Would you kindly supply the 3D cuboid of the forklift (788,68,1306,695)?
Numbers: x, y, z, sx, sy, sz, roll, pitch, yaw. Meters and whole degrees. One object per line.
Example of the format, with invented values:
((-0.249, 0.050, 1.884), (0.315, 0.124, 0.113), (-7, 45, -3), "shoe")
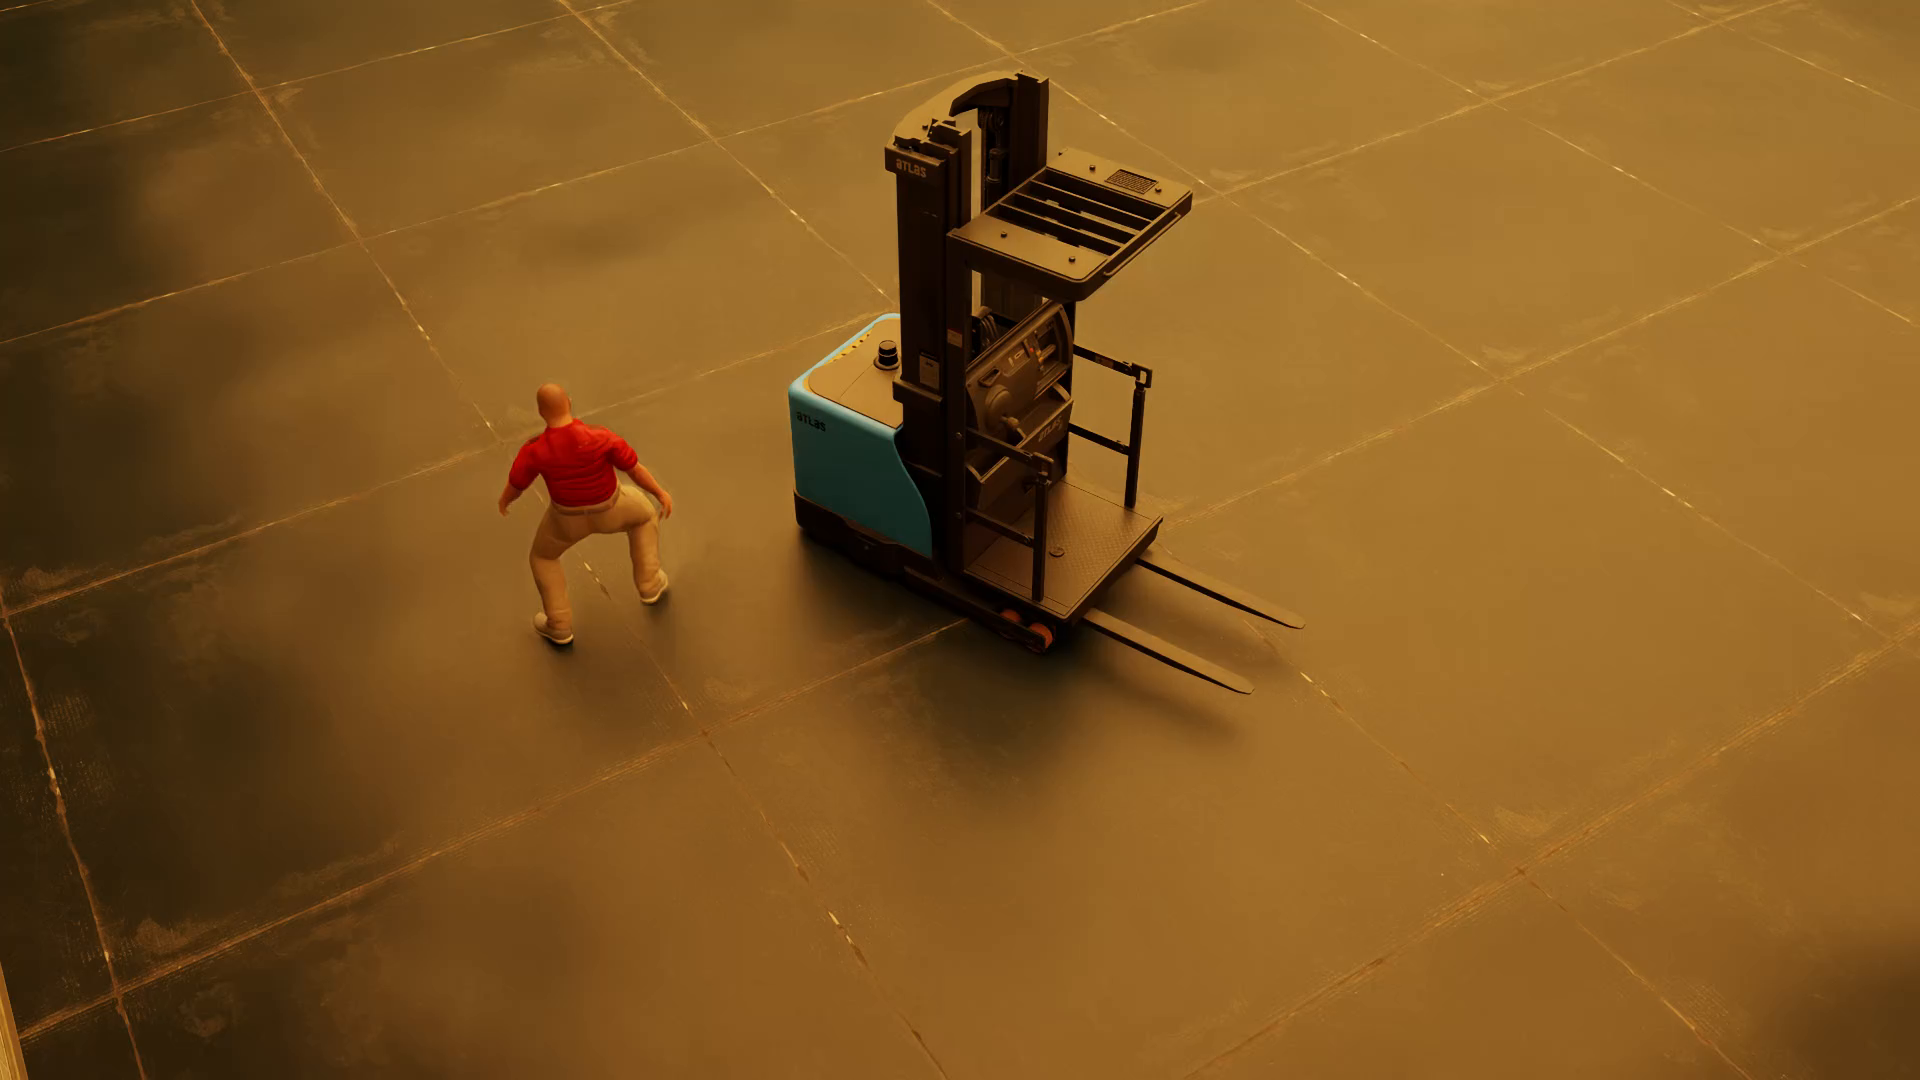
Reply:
((0.496, -0.872, 8.869), (3.031, 2.935, 1.130), (25, 47, 26), "forklift")

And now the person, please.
((-2.063, -0.208, 9.127), (0.947, 1.627, 0.583), (-6, 42, -7), "person")
